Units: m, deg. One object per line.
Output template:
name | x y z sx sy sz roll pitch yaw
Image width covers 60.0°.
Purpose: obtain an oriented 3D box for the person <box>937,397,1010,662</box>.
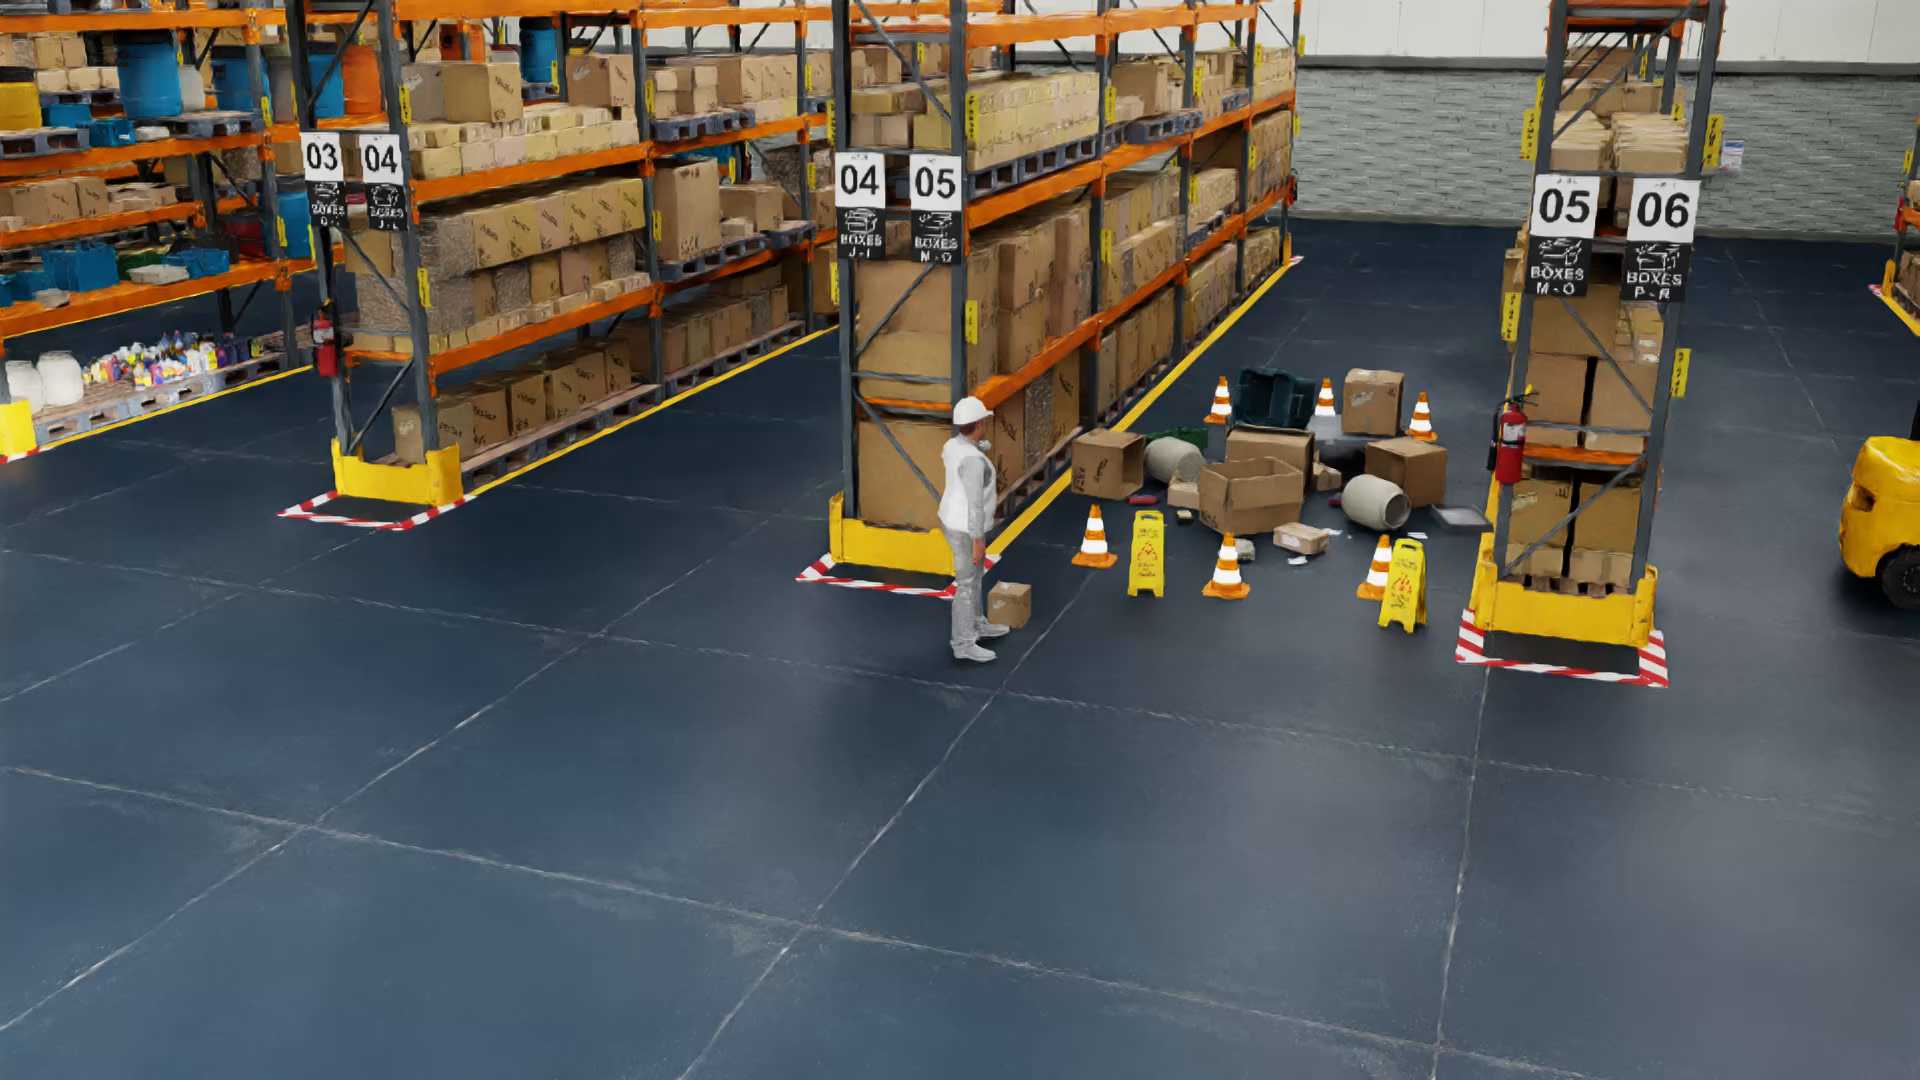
person | 0.132 -0.089 11.219 0.516 1.779 0.582 -5 19 -14
